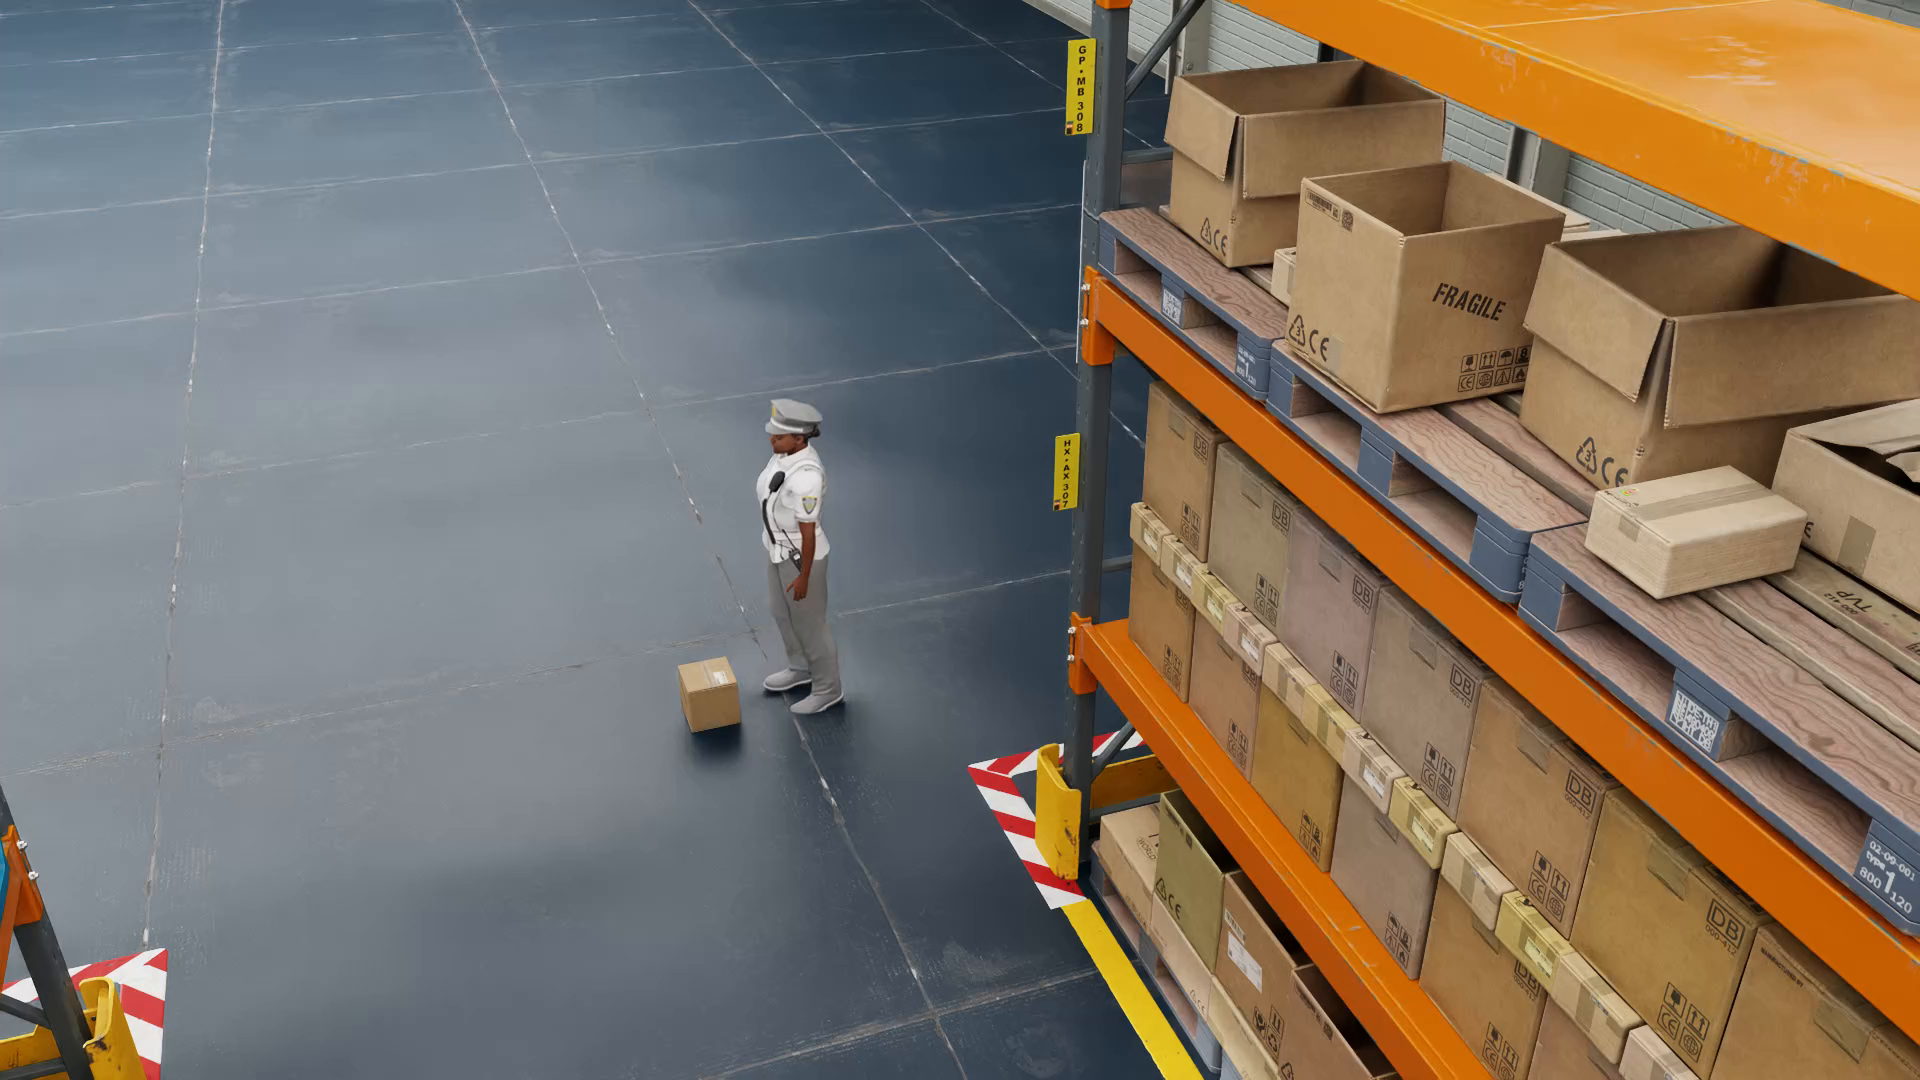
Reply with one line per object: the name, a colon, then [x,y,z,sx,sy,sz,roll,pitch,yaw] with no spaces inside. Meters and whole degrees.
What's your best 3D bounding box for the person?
person: [-0.806,0.090,8.186,0.369,1.705,0.436,-10,31,-16]
